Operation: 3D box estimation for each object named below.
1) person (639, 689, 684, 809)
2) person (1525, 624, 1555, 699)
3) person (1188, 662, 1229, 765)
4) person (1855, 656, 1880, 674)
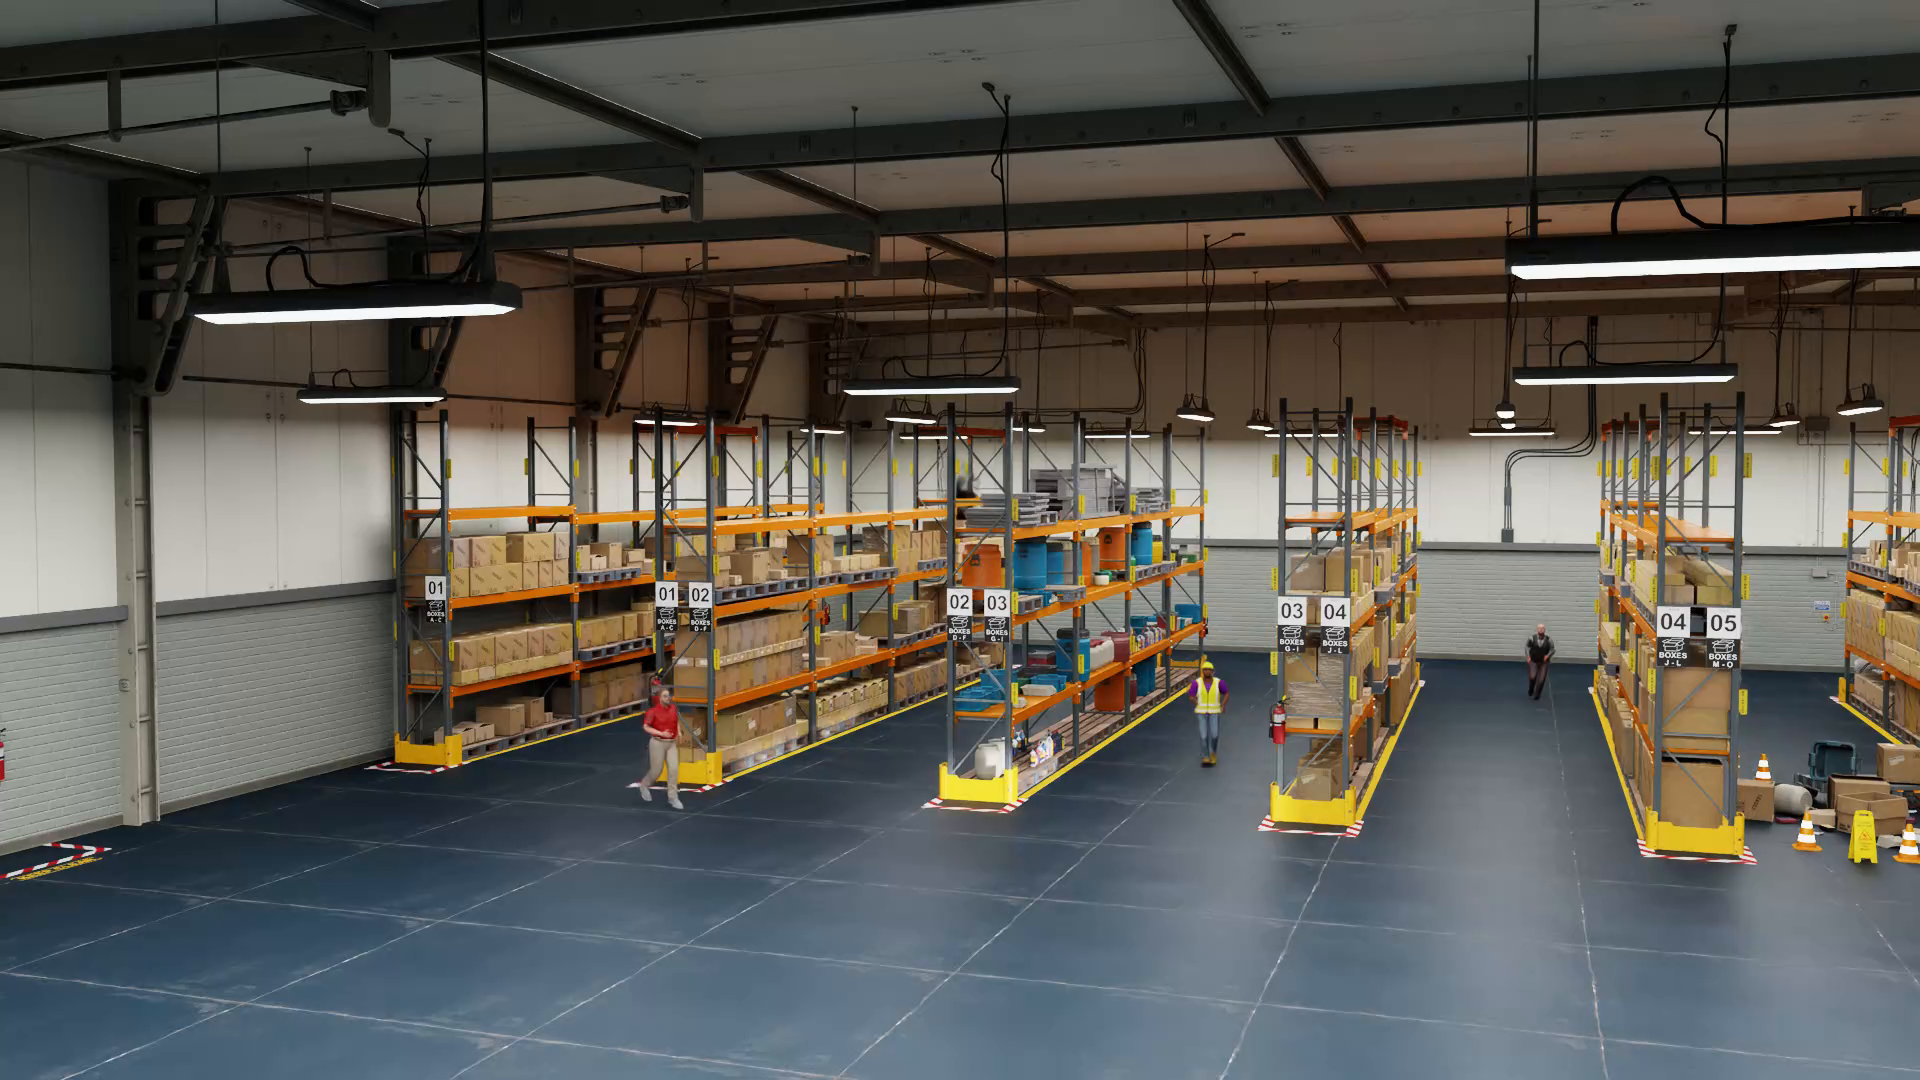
[{"bbox_3d":[-4.427,3.082,24.760,0.686,1.757,0.869,-2,3,-44],"label":"person"},{"bbox_3d":[12.496,2.634,35.836,0.620,1.642,0.630,1,3,18],"label":"person"},{"bbox_3d":[4.177,2.927,27.968,0.681,1.746,0.621,0,2,10],"label":"person"},{"bbox_3d":[20.032,2.570,36.770,0.777,1.702,0.900,-1,3,-30],"label":"person"}]
